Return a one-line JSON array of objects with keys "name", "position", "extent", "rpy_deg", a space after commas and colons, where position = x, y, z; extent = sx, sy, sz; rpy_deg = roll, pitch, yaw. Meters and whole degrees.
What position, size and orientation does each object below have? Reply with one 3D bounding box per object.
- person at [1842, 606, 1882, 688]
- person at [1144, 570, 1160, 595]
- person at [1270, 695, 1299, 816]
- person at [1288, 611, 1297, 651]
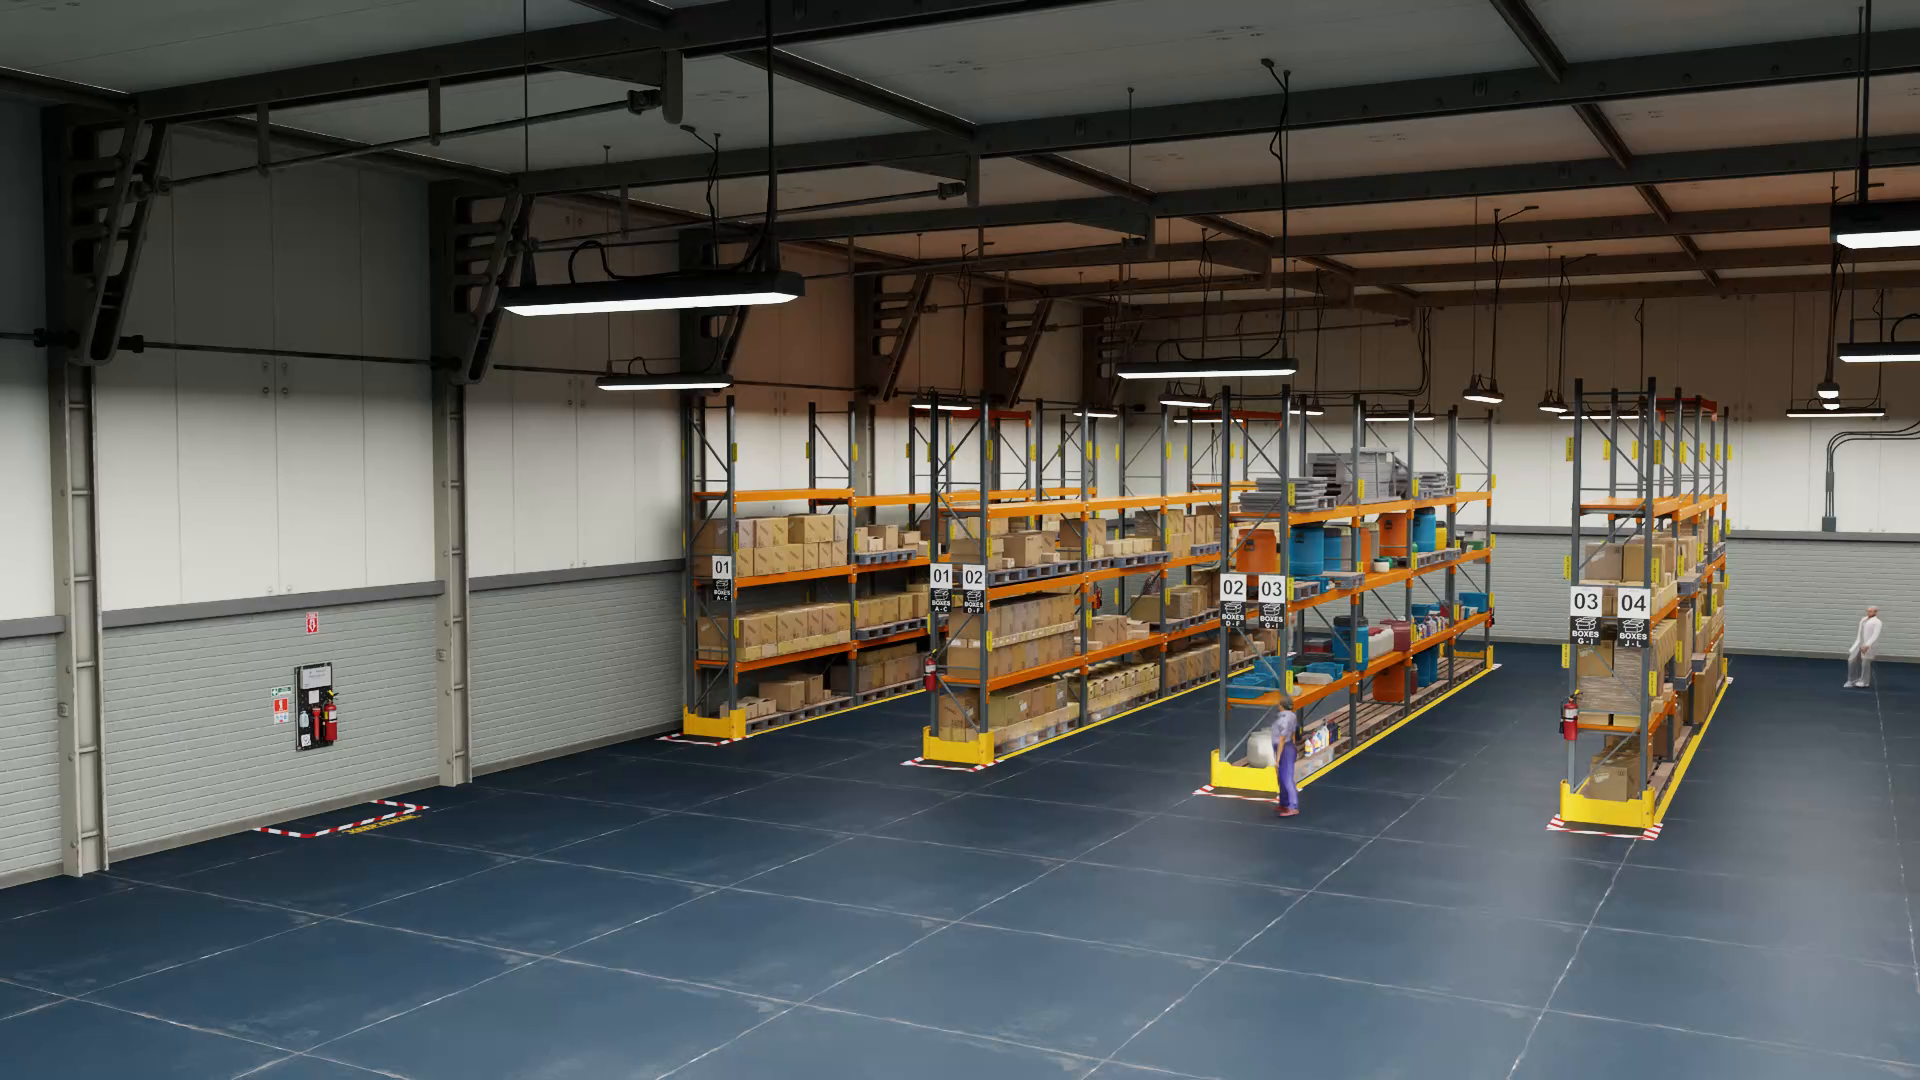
[{"name": "person", "position": [19.169, 2.280, 35.220], "extent": [0.567, 1.803, 0.692], "rpy_deg": [-2, 3, -29]}, {"name": "person", "position": [5.455, 1.659, 46.614], "extent": [0.613, 1.791, 0.473], "rpy_deg": [0, 3, 0]}, {"name": "person", "position": [4.483, 2.965, 22.983], "extent": [0.398, 1.654, 0.572], "rpy_deg": [0, 3, 9]}, {"name": "person", "position": [8.289, 1.910, 42.164], "extent": [0.555, 1.782, 0.510], "rpy_deg": [1, 3, 23]}]
